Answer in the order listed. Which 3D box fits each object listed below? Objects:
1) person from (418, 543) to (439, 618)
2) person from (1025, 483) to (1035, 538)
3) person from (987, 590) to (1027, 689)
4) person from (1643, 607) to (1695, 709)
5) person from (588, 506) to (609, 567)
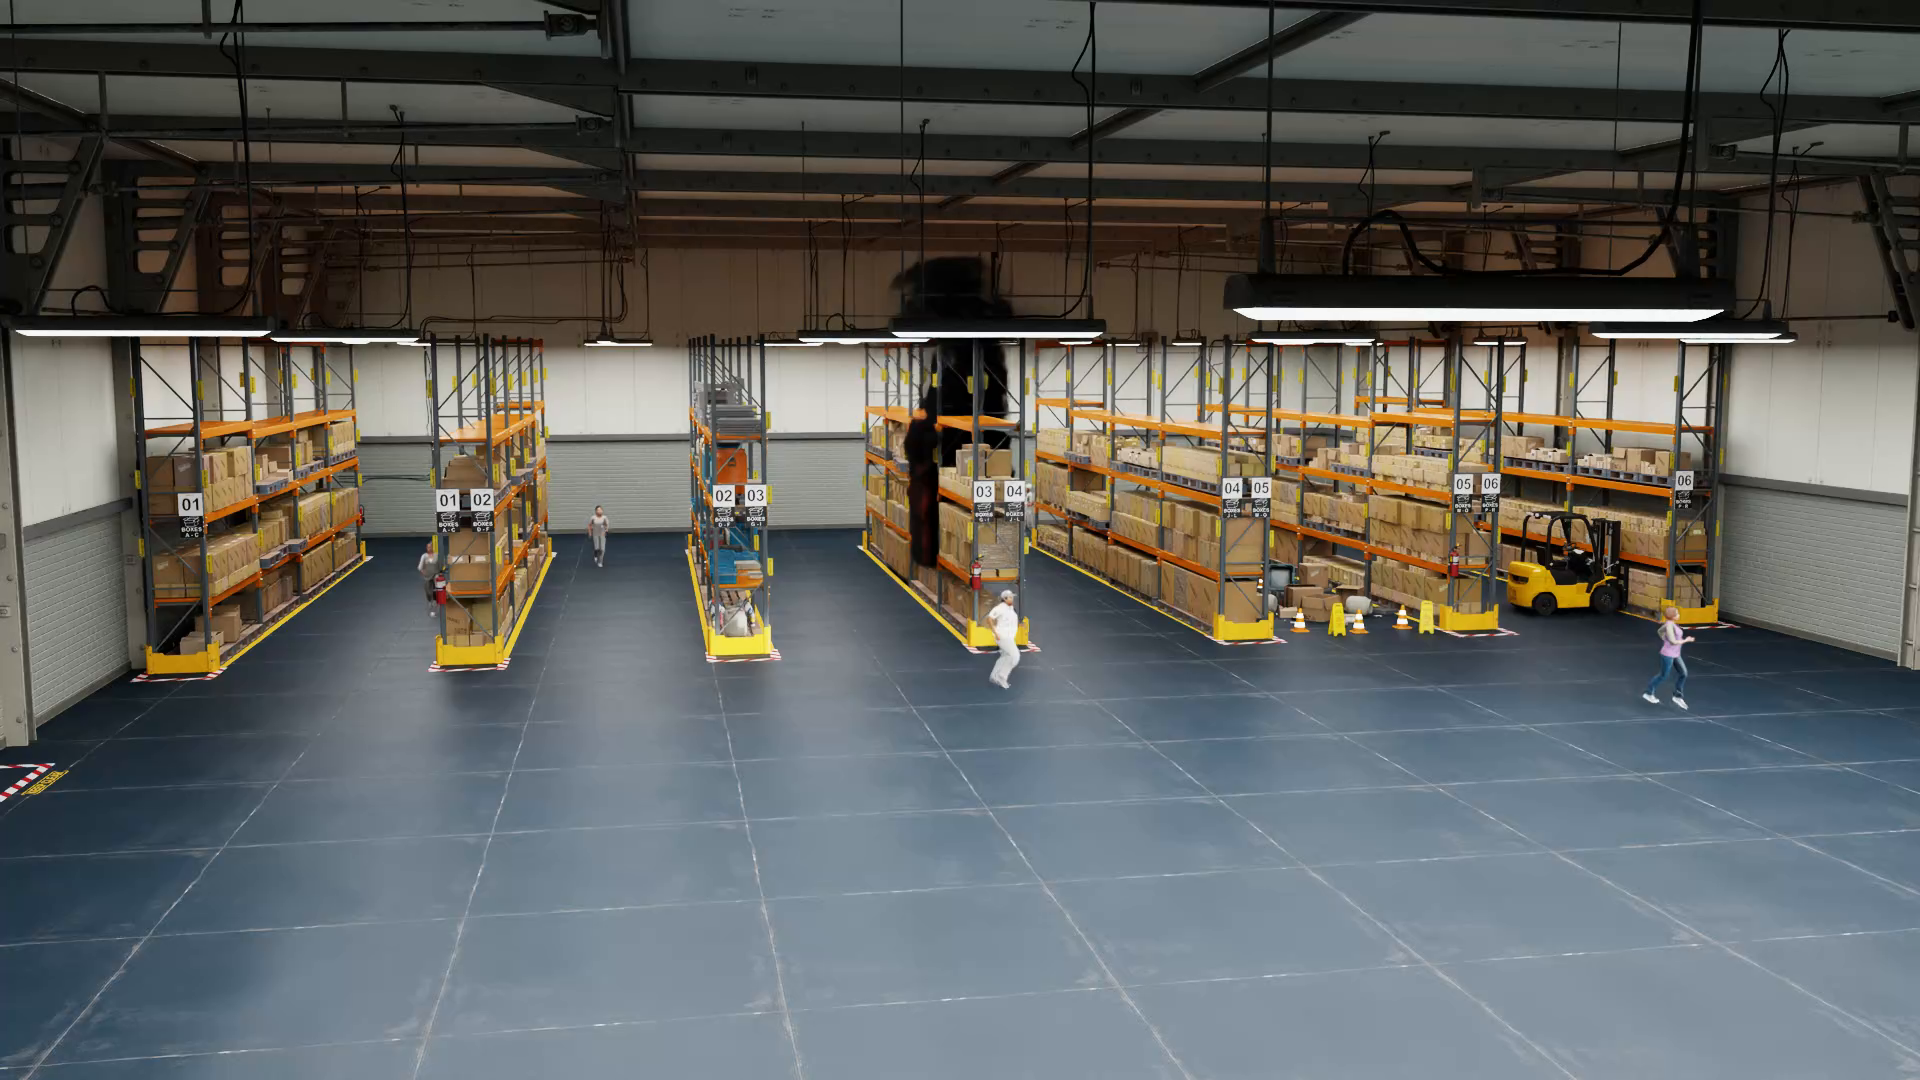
[{"bbox_3d":[-11.385,0.857,35.837,0.538,1.572,0.812,-2,7,-16],"label":"person"},{"bbox_3d":[2.093,-0.832,49.849,0.710,1.771,0.800,-2,7,-18],"label":"person"},{"bbox_3d":[0.800,1.683,28.270,0.671,1.675,0.600,2,7,19],"label":"person"},{"bbox_3d":[11.362,1.880,26.635,0.724,1.646,0.510,4,8,34],"label":"person"},{"bbox_3d":[-9.506,-0.092,43.798,0.552,1.616,0.592,-2,7,-18],"label":"person"}]
